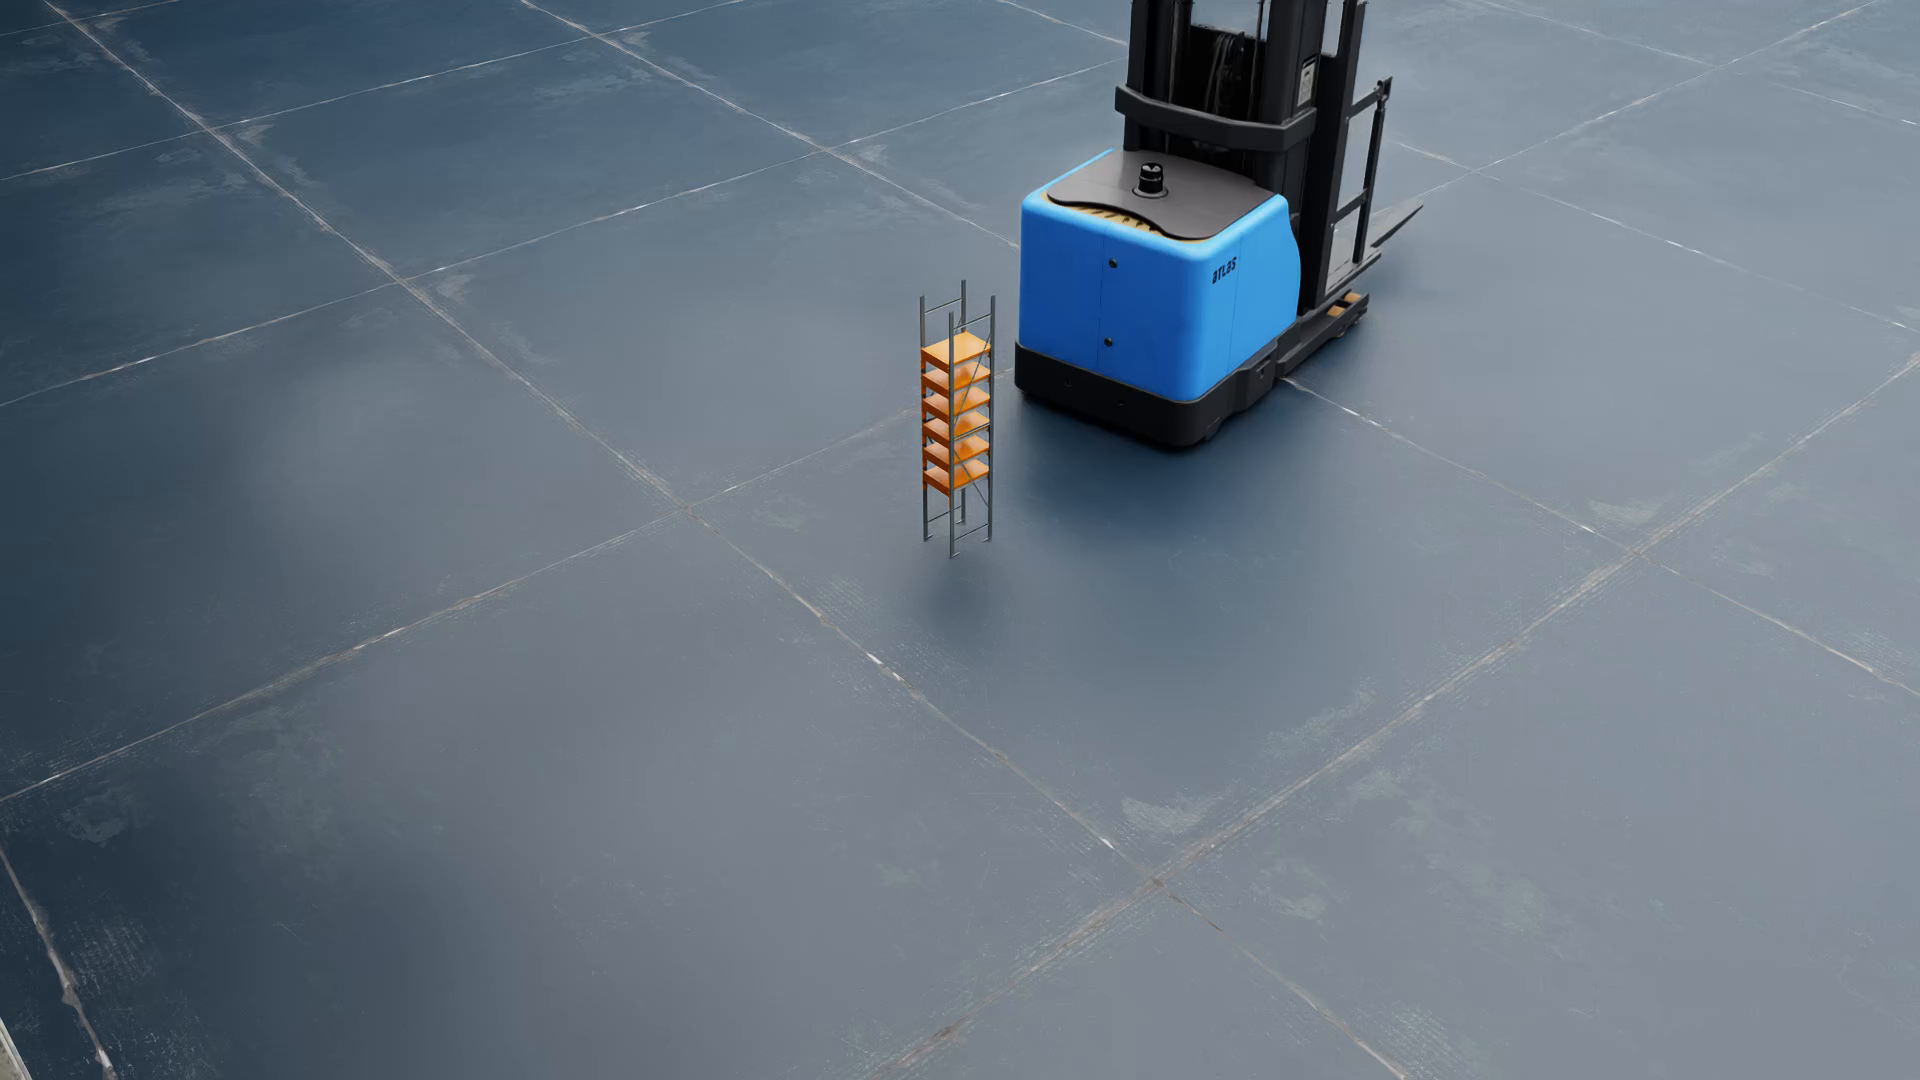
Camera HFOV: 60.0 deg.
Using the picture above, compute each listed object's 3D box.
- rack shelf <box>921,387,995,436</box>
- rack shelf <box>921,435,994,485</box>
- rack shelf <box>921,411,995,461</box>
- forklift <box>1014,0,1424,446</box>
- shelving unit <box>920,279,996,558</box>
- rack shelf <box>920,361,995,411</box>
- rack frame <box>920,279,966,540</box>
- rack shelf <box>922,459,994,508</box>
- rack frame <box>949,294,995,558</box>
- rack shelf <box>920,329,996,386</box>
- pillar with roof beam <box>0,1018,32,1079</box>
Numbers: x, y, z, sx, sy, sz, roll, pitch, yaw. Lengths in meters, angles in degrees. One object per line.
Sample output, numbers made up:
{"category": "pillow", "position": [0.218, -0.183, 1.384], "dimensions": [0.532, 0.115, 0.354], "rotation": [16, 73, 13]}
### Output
{"category": "rack shelf", "position": [-0.009, -0.558, 7.001], "dimensions": [0.258, 0.103, 0.180], "rotation": [-26, 43, -32]}
{"category": "rack shelf", "position": [-0.009, -0.362, 7.140], "dimensions": [0.258, 0.103, 0.180], "rotation": [-26, 43, -32]}
{"category": "rack shelf", "position": [-0.009, -0.460, 7.070], "dimensions": [0.258, 0.103, 0.180], "rotation": [-26, 43, -32]}
{"category": "forklift", "position": [1.563, -2.437, 8.287], "dimensions": [1.130, 2.935, 3.031], "rotation": [24, 42, 30]}
{"category": "shelving unit", "position": [-0.009, -0.496, 7.045], "dimensions": [0.258, 1.200, 0.189], "rotation": [-26, 43, -32]}
{"category": "rack shelf", "position": [-0.009, -0.656, 6.931], "dimensions": [0.258, 0.103, 0.180], "rotation": [-26, 43, -32]}
{"category": "rack frame", "position": [-0.068, -0.536, 7.102], "dimensions": [0.240, 1.200, 0.006], "rotation": [-26, 43, -32]}
{"category": "rack shelf", "position": [-0.009, -0.264, 7.209], "dimensions": [0.258, 0.103, 0.180], "rotation": [-26, 43, -32]}
{"category": "rack frame", "position": [0.050, -0.456, 6.987], "dimensions": [0.240, 1.200, 0.006], "rotation": [-26, 43, -32]}
{"category": "rack shelf", "position": [-0.009, -0.754, 6.862], "dimensions": [0.258, 0.103, 0.180], "rotation": [-26, 43, -32]}
{"category": "pillar with roof beam", "position": [1.439, -2.861, 3.636], "dimensions": [9.100, 9.000, 0.400], "rotation": [-26, 43, -32]}
